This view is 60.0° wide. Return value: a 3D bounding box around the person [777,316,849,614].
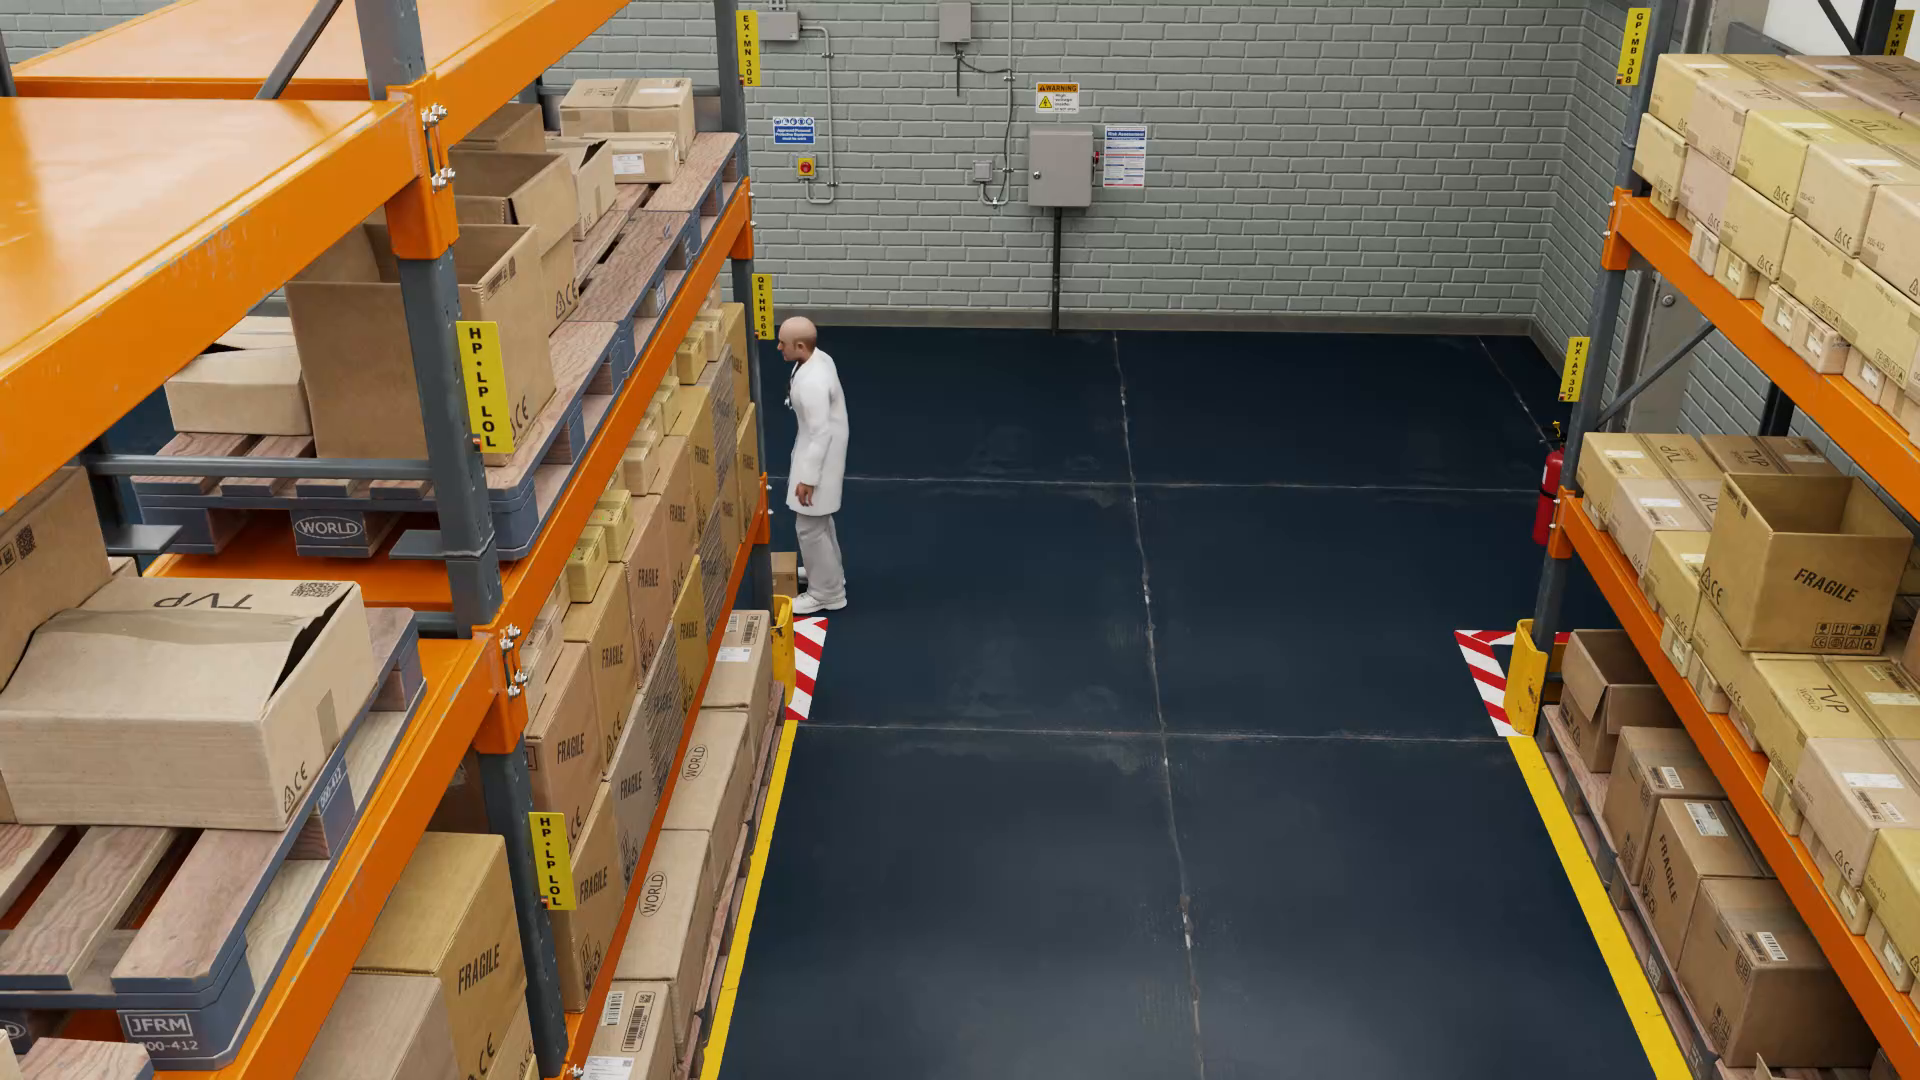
[{"bbox_3d":[-0.835,-0.421,9.475,0.417,1.743,0.656,-2,28,-3],"label":"person"}]
